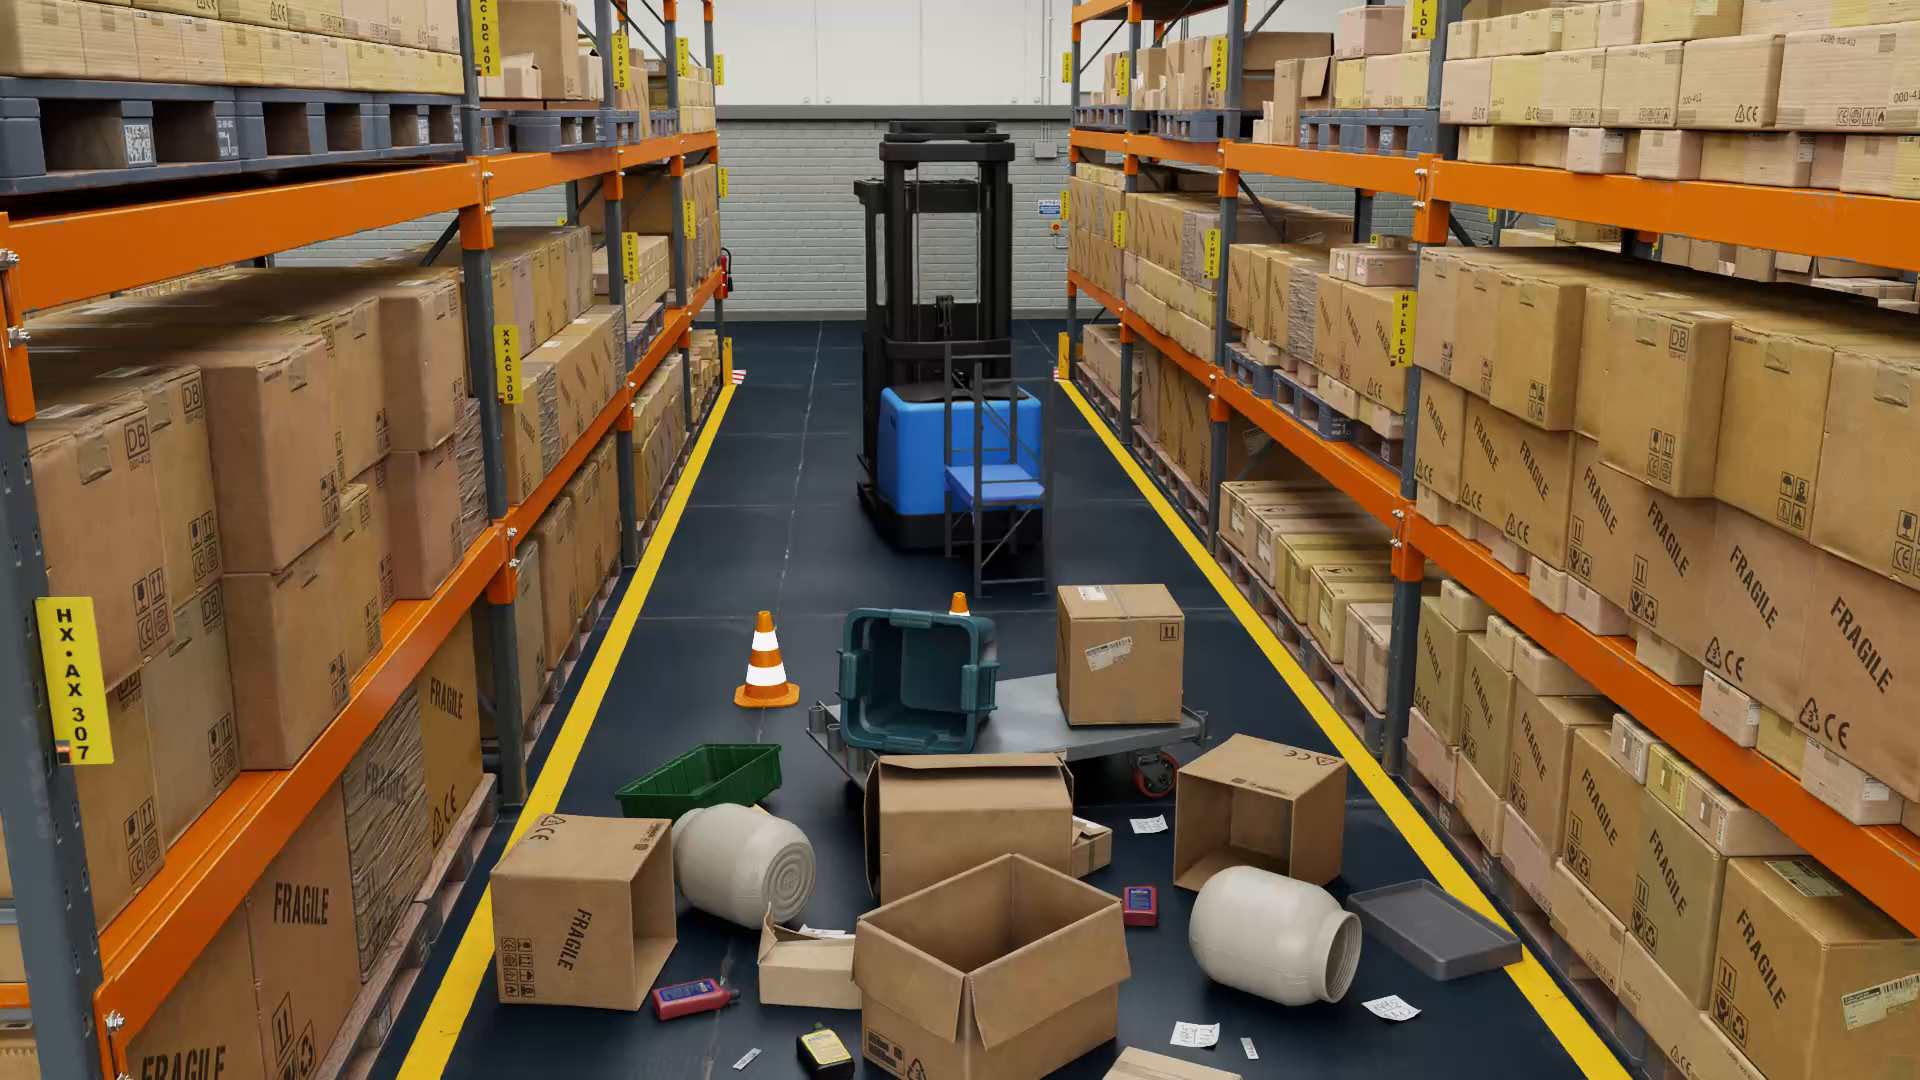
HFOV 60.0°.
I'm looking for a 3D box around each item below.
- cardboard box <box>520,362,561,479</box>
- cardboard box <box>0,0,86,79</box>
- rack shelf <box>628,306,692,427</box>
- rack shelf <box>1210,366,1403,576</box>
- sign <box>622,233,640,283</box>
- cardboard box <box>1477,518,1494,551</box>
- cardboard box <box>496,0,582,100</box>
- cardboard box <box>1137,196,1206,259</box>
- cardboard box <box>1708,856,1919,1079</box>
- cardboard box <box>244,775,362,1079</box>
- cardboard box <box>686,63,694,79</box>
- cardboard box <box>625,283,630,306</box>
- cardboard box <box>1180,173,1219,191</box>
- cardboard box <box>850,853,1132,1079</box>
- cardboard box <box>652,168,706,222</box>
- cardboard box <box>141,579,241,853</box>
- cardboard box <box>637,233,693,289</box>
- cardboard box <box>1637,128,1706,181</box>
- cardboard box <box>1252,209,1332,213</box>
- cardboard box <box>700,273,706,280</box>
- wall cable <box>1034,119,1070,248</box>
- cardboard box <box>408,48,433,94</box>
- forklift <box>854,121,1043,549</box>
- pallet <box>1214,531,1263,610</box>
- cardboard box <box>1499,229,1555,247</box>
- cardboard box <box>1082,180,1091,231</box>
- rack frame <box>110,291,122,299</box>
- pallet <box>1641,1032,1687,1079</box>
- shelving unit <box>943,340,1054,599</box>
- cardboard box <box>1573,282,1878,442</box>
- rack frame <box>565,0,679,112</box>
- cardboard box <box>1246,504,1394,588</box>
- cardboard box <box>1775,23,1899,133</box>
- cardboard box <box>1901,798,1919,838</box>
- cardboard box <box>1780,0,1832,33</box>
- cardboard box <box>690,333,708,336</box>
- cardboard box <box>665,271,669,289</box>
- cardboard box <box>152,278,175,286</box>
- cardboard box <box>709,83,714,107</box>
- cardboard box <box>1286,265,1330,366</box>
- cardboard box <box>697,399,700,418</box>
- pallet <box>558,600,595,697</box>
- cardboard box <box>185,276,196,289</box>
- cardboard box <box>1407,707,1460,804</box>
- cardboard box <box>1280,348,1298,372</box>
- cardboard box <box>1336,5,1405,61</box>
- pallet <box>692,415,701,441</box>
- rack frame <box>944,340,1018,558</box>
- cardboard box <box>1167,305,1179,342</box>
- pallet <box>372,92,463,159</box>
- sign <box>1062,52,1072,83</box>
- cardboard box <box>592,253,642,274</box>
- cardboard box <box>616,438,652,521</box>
[{"bbox_3d":[-2.241,-0.576,8.044,0.500,0.500,0.500,-1,14,-3],"label":"cardboard box"},{"bbox_3d":[-1.898,-0.945,3.121,0.380,0.149,0.250,-1,14,-3],"label":"cardboard box"},{"bbox_3d":[-2.817,-1.411,12.934,1.077,0.370,4.000,-1,14,-3],"label":"rack shelf"},{"bbox_3d":[2.365,-0.518,9.462,1.077,0.370,4.000,-1,14,-3],"label":"rack shelf"},{"bbox_3d":[-2.139,-1.832,10.803,0.100,0.325,0.005,-1,14,-3],"label":"sign"},{"bbox_3d":[2.303,-0.036,6.651,0.380,0.149,0.250,-1,14,-4],"label":"cardboard box"},{"bbox_3d":[-2.306,-2.587,8.796,0.500,0.500,0.500,-1,14,-3],"label":"cardboard box"},{"bbox_3d":[1.793,-2.651,14.102,0.500,0.500,0.500,-1,14,-4],"label":"cardboard box"},{"bbox_3d":[2.427,1.196,4.528,0.500,0.500,0.500,-1,14,-3],"label":"cardboard box"},{"bbox_3d":[-2.362,1.167,4.892,0.875,0.875,0.875,-1,14,-4],"label":"cardboard box"},{"bbox_3d":[-2.750,-4.476,15.879,0.380,0.149,0.250,0,14,-1],"label":"cardboard box"},{"bbox_3d":[-2.561,-1.745,11.852,0.380,0.149,0.250,-1,14,-5],"label":"cardboard box"},{"bbox_3d":[2.233,-3.287,15.275,0.380,0.149,0.250,-1,14,-4],"label":"cardboard box"},{"bbox_3d":[0.102,1.437,5.430,0.797,0.503,0.637,-13,20,-42],"label":"cardboard box"},{"bbox_3d":[-2.803,-3.431,16.539,0.500,0.500,0.500,-1,14,-5],"label":"cardboard box"},{"bbox_3d":[-2.321,0.427,4.046,0.875,0.550,0.550,-1,14,-3],"label":"cardboard box"},{"bbox_3d":[-2.720,-2.576,15.221,0.500,0.500,0.500,-1,14,-4],"label":"cardboard box"},{"bbox_3d":[2.296,-1.170,5.040,0.380,0.149,0.250,-1,14,-4],"label":"cardboard box"},{"bbox_3d":[2.415,-2.146,12.139,0.500,0.500,0.500,-1,14,-3],"label":"cardboard box"},{"bbox_3d":[-2.852,-2.799,17.391,0.380,0.149,0.250,-2,15,-6],"label":"cardboard box"},{"bbox_3d":[1.373,-5.262,24.357,0.585,1.953,0.123,-1,14,-3],"label":"wall cable"},{"bbox_3d":[-2.070,-1.637,5.811,0.380,0.149,0.250,-1,14,-3],"label":"cardboard box"},{"bbox_3d":[-0.201,-1.680,12.672,1.130,2.935,3.031,-3,15,-11],"label":"forklift"},{"bbox_3d":[2.288,0.181,10.897,1.003,0.211,1.213,-1,14,-3],"label":"pallet"},{"bbox_3d":[6.459,-3.385,18.867,0.500,0.250,0.500,-1,14,-3],"label":"cardboard box"},{"bbox_3d":[1.570,-3.506,17.424,0.500,0.500,0.500,-1,14,-4],"label":"cardboard box"},{"bbox_3d":[-7.897,-2.205,14.577,1.000,3.000,0.127,-1,14,-3],"label":"rack frame"},{"bbox_3d":[2.717,1.755,4.781,1.003,0.211,1.213,-1,14,-3],"label":"pallet"},{"bbox_3d":[0.240,-0.490,10.921,0.538,1.500,1.048,-3,15,-11],"label":"shelving unit"},{"bbox_3d":[2.437,-0.552,5.346,0.700,0.500,0.500,-1,14,-4],"label":"cardboard box"},{"bbox_3d":[-2.941,-5.162,14.030,1.000,3.000,0.127,-1,14,-3],"label":"rack frame"},{"bbox_3d":[2.320,0.030,10.321,0.950,0.372,0.625,-1,14,-5],"label":"cardboard box"},{"bbox_3d":[2.420,-1.146,4.146,0.500,0.250,0.500,-1,14,-4],"label":"cardboard box"},{"bbox_3d":[2.501,0.658,3.953,0.380,0.149,0.250,0,14,-2],"label":"cardboard box"},{"bbox_3d":[2.437,-1.423,4.422,0.380,0.149,0.250,-1,14,-3],"label":"cardboard box"},{"bbox_3d":[-2.944,-2.171,18.129,0.380,0.149,0.250,-1,14,-2],"label":"cardboard box"},{"bbox_3d":[-2.718,-2.243,14.384,0.380,0.149,0.250,-1,14,-5],"label":"cardboard box"},{"bbox_3d":[-7.691,-2.521,15.510,0.500,0.250,0.500,-1,14,-4],"label":"cardboard box"},{"bbox_3d":[-2.906,-4.763,17.796,0.500,0.250,0.500,-1,14,-5],"label":"cardboard box"},{"bbox_3d":[2.141,-1.258,9.255,0.500,0.500,0.500,-1,14,-6],"label":"cardboard box"},{"bbox_3d":[-2.659,-1.241,15.708,0.380,0.149,0.250,0,14,-2],"label":"cardboard box"},{"bbox_3d":[-2.647,0.589,9.315,1.003,0.211,1.213,-1,14,-3],"label":"pallet"},{"bbox_3d":[-7.664,-2.485,16.167,0.380,0.149,0.250,-1,14,-3],"label":"cardboard box"},{"bbox_3d":[2.256,0.911,7.143,0.500,0.250,0.500,-2,15,-6],"label":"cardboard box"},{"bbox_3d":[2.120,-1.094,9.921,0.380,0.149,0.250,0,14,0],"label":"cardboard box"},{"bbox_3d":[2.241,-2.590,8.507,0.500,0.250,0.500,-1,14,-3],"label":"cardboard box"},{"bbox_3d":[-3.017,-1.073,15.772,1.003,0.211,1.213,-1,14,-3],"label":"pallet"},{"bbox_3d":[0.143,-0.614,11.404,0.500,1.500,0.032,-3,15,-11],"label":"rack frame"},{"bbox_3d":[1.889,-1.665,12.778,0.500,0.250,0.500,-1,14,-4],"label":"cardboard box"},{"bbox_3d":[-2.405,-1.473,5.890,1.003,0.211,1.213,-1,14,-3],"label":"pallet"},{"bbox_3d":[1.192,-5.260,18.518,0.100,0.325,0.005,-1,14,-3],"label":"sign"},{"bbox_3d":[-2.611,-2.076,12.544,0.380,0.149,0.250,0,14,-2],"label":"cardboard box"},{"bbox_3d":[-2.482,-0.434,11.869,0.500,0.500,0.500,-2,15,-6],"label":"cardboard box"}]
